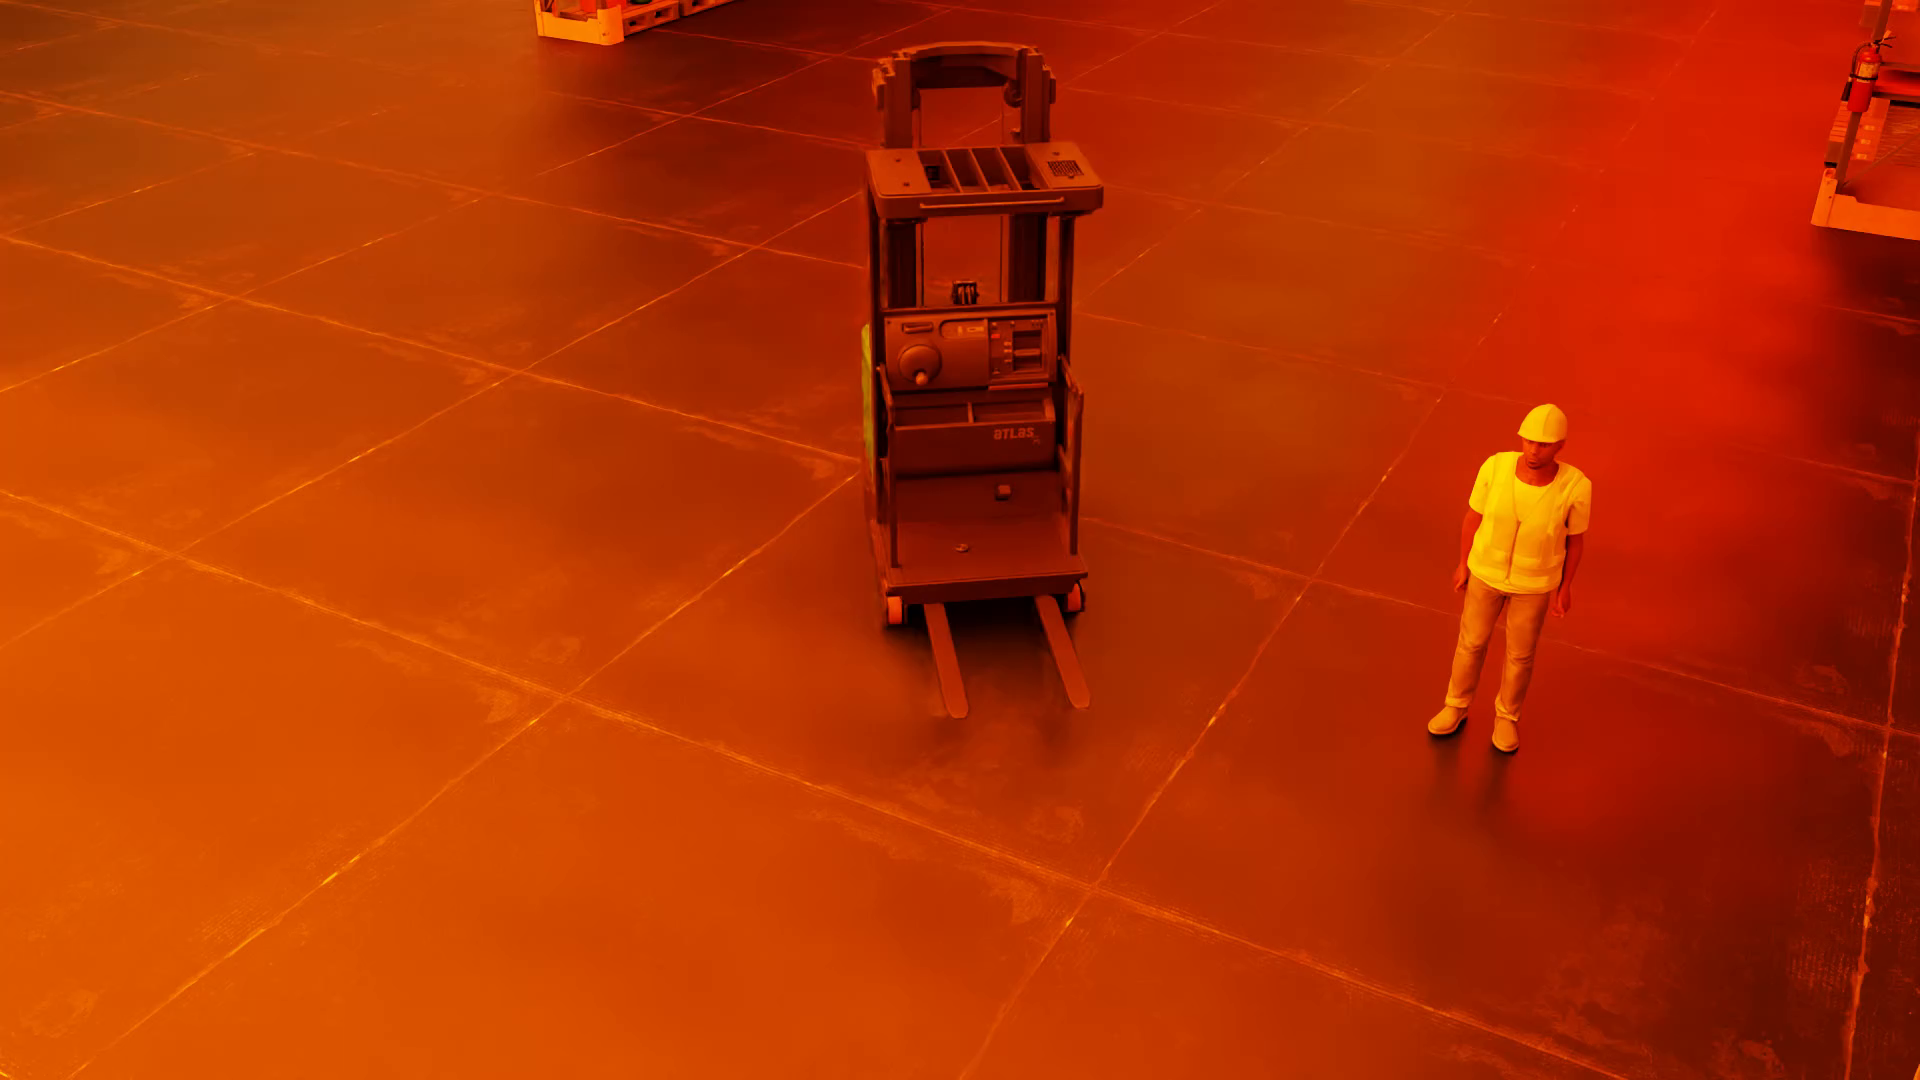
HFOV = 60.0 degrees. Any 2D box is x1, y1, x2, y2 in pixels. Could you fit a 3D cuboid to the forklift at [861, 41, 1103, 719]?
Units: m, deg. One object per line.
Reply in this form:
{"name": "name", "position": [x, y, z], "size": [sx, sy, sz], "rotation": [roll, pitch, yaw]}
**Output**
{"name": "forklift", "position": [0.093, -0.984, 8.775], "size": [1.130, 2.935, 3.031], "rotation": [-4, 30, -7]}

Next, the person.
{"name": "person", "position": [2.634, 0.185, 7.917], "size": [0.556, 1.770, 0.392], "rotation": [14, 33, 22]}
